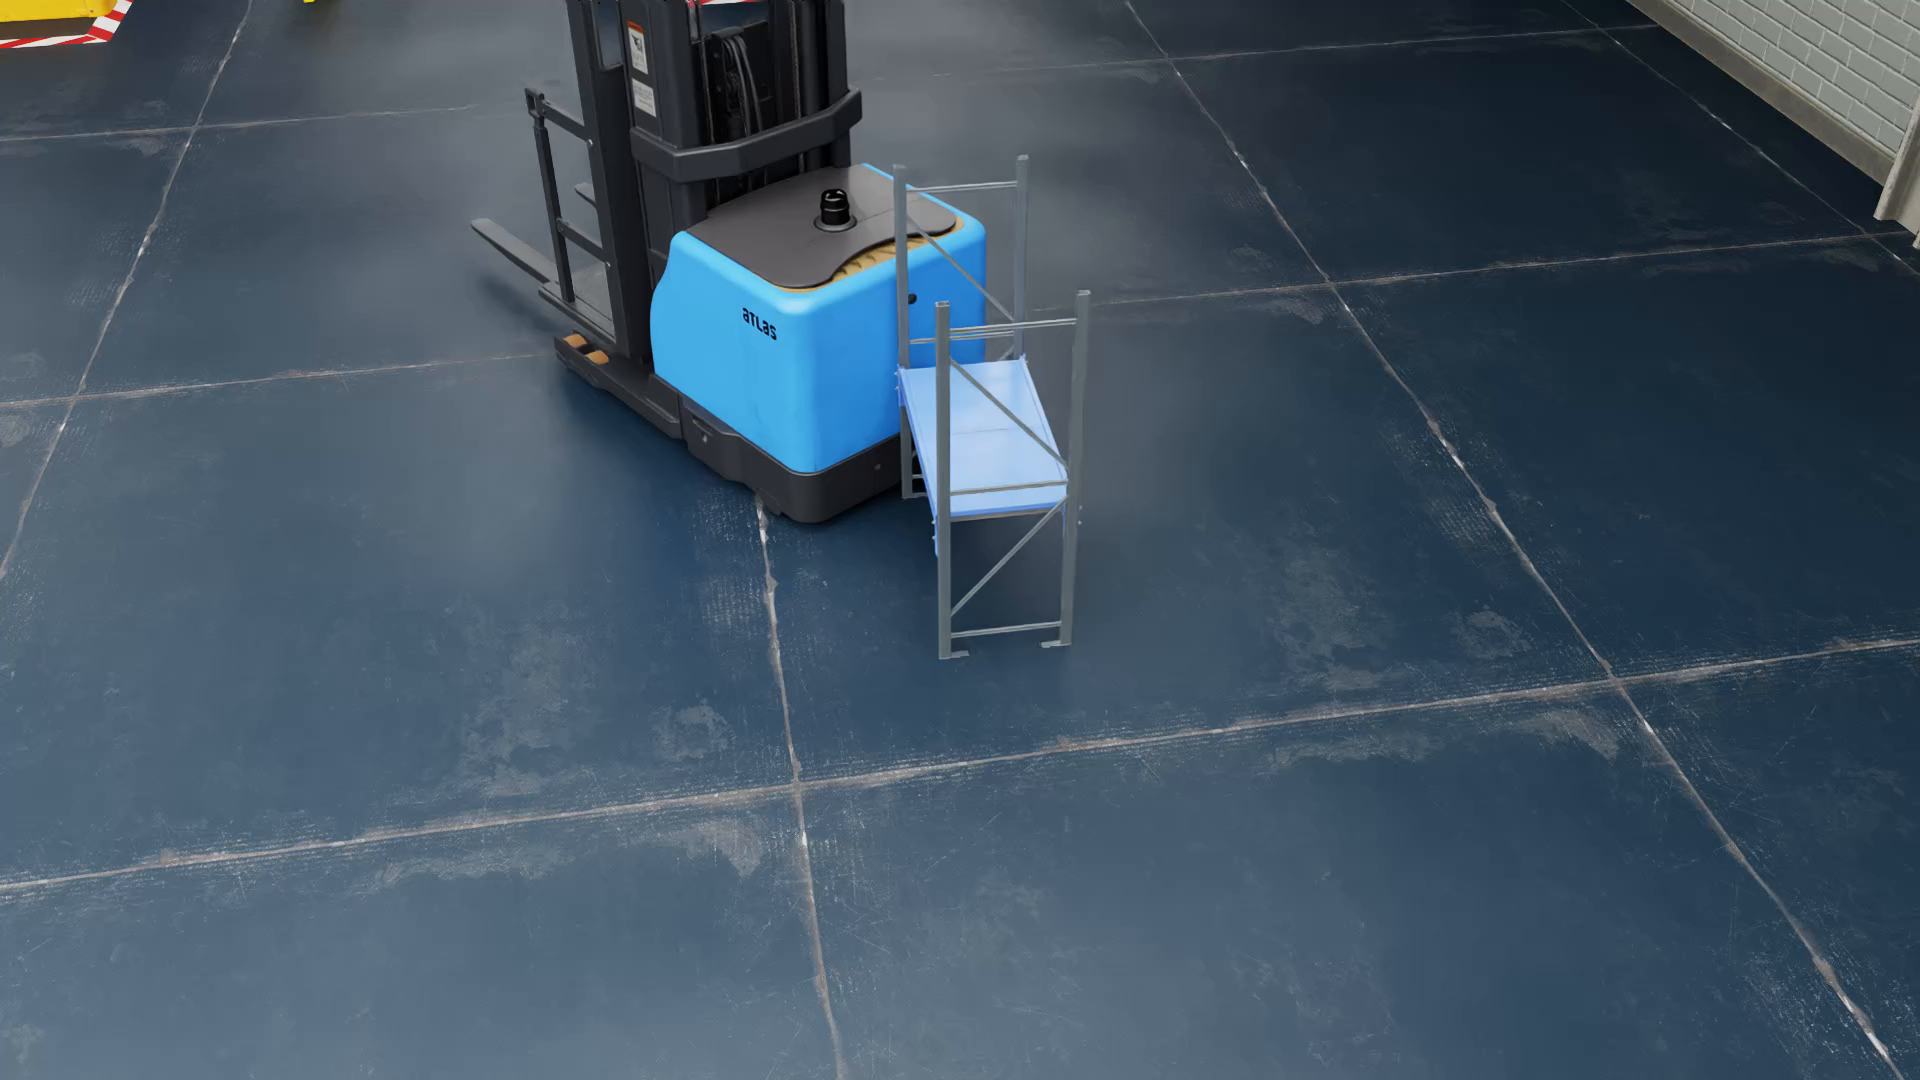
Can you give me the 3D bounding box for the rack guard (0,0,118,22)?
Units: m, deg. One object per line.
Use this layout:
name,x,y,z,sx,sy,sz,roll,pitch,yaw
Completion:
rack guard,-6.421,-3.816,11.254,1.175,0.500,0.348,-6,38,-8

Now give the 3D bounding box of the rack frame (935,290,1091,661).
rack frame,0.169,-0.178,5.757,0.500,1.500,0.032,-6,38,-7

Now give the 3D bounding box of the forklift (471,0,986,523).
forklift,-1.236,-2.047,6.996,1.130,2.935,3.031,-29,46,-32

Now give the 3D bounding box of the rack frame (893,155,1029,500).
rack frame,0.005,-0.794,6.549,0.500,1.500,0.032,-6,38,-7

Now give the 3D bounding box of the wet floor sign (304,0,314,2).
wet floor sign,-4.471,-4.083,11.480,0.267,0.644,0.232,-13,40,-16

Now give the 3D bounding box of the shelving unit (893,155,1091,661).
shelving unit,0.087,-0.486,6.153,0.538,1.500,1.048,-6,38,-7

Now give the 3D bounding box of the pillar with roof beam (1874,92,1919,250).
pillar with roof beam,0.896,-4.746,5.524,9.100,9.000,0.400,-6,38,-8

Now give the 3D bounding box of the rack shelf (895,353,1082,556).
rack shelf,0.087,-0.344,6.264,0.538,0.185,1.000,-6,38,-7
